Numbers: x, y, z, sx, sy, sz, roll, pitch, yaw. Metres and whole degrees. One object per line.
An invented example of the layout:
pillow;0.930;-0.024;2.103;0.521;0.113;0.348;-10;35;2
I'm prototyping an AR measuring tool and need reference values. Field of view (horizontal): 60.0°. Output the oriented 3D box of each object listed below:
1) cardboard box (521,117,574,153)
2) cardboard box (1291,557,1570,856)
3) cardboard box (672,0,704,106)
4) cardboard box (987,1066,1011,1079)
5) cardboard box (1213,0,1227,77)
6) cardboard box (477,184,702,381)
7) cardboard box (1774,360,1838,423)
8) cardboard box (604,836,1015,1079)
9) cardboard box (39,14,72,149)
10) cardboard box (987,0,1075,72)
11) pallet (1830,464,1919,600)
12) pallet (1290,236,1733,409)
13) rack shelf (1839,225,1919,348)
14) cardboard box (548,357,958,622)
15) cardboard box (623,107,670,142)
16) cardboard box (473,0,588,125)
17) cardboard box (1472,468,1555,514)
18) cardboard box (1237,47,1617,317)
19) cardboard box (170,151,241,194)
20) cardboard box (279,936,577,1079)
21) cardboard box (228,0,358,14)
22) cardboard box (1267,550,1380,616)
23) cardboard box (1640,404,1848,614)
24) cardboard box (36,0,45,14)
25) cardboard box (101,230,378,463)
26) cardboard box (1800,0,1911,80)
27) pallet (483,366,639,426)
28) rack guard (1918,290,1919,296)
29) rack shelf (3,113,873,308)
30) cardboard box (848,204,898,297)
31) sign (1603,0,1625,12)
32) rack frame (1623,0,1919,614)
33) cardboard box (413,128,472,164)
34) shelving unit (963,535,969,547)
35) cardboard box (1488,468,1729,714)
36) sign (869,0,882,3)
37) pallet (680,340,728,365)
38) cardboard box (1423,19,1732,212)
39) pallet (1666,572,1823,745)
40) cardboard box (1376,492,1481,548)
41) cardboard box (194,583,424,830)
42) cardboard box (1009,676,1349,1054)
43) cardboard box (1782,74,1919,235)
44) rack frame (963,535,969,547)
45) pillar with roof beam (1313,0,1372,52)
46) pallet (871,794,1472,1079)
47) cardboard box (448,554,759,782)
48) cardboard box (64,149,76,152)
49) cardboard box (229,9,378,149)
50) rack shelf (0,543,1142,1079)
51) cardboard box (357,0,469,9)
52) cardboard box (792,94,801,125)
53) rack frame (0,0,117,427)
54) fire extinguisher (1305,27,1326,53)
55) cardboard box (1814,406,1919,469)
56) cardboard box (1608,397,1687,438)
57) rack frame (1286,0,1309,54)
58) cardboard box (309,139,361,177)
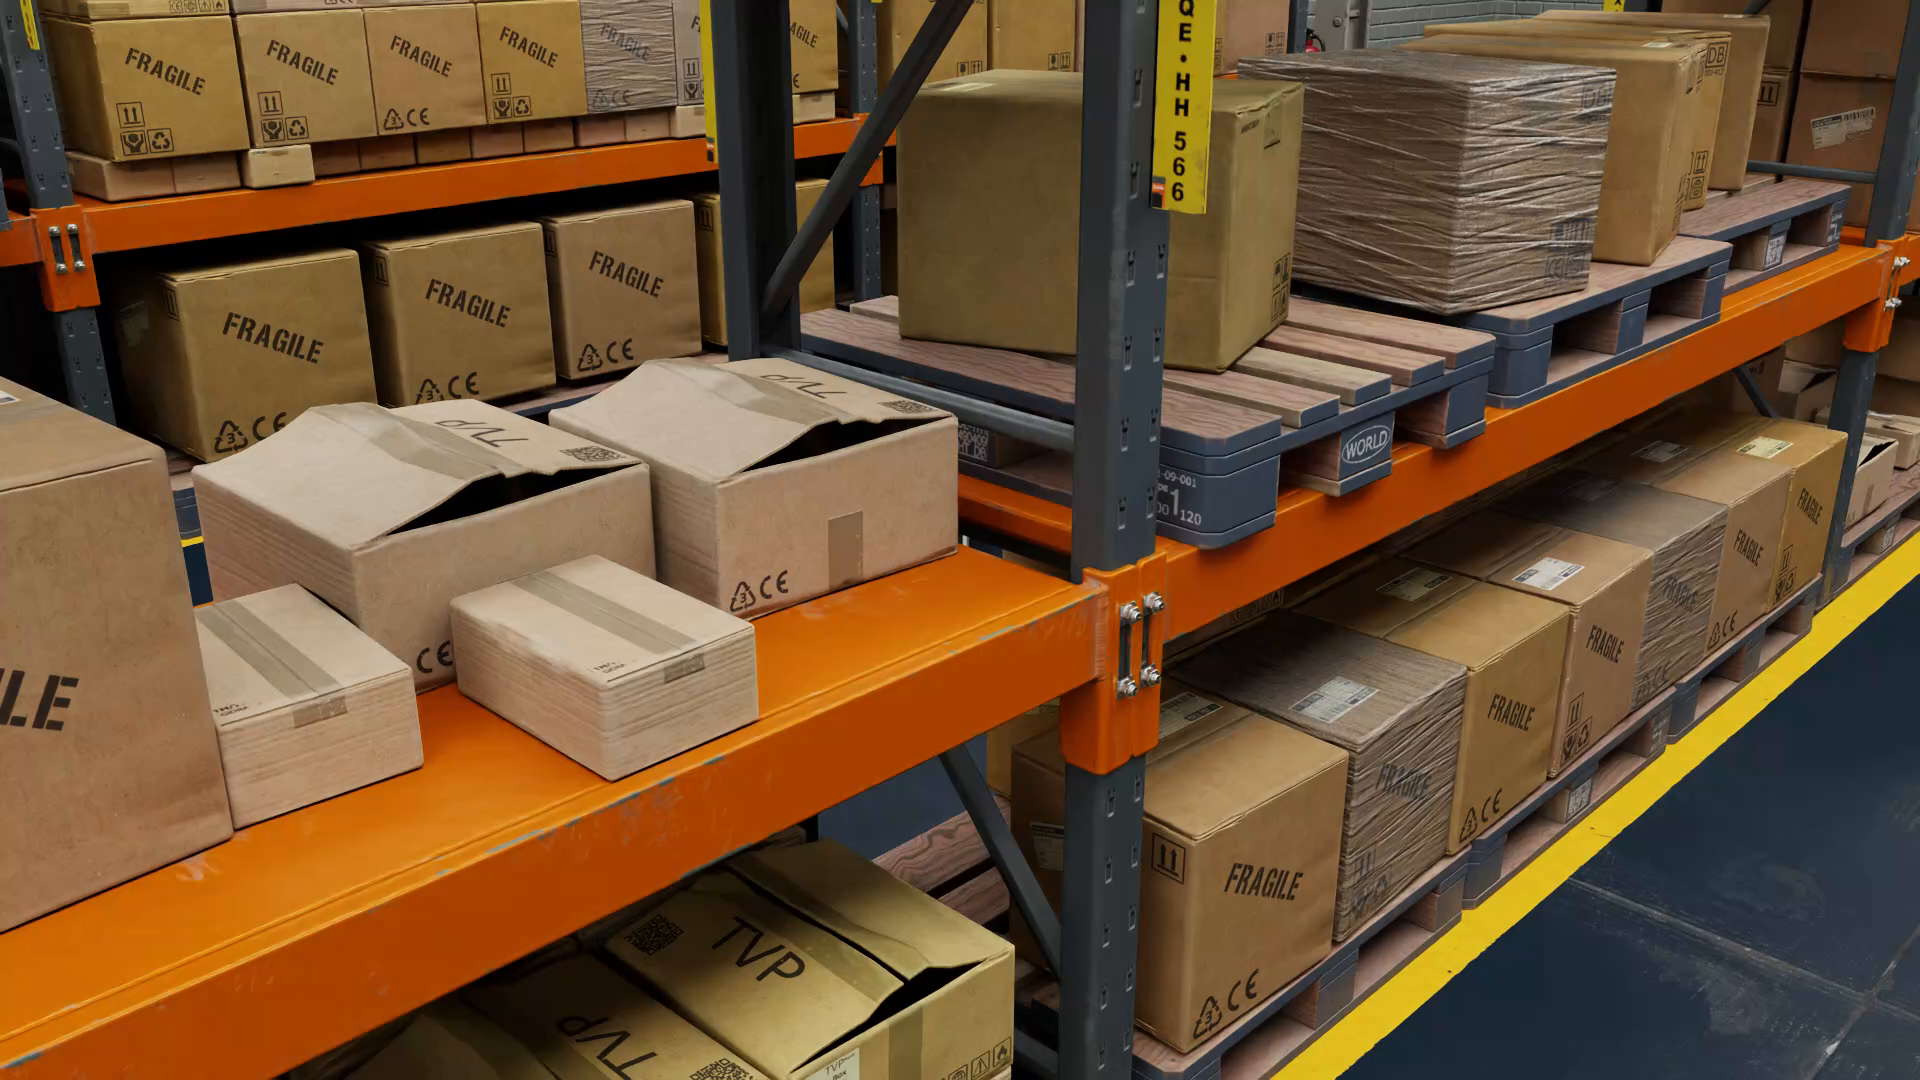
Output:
cardboard box;-1.973;-1.872;7.586;0.250;0.149;0.380;-19;28;-40
cardboard box;1.170;0.401;4.222;0.500;0.500;0.500;19;28;40
cardboard box;-1.319;-2.398;8.051;0.500;0.500;0.500;20;28;41
cardboard box;-0.259;1.032;2.955;0.500;0.250;0.500;-19;28;-41
cardboard box;1.114;-3.363;10.726;0.980;0.700;0.700;19;28;40
cardboard box;-1.807;-1.282;8.141;0.750;0.750;0.750;-19;28;-40
cardboard box;3.441;-0.640;7.194;0.500;0.311;0.500;19;28;41
cardboard box;-0.256;0.771;2.854;0.500;0.311;0.500;-19;28;-41
cardboard box;-3.478;-1.873;6.684;0.500;0.500;0.500;19;28;41
cardboard box;0.075;-2.980;9.729;0.980;0.700;0.700;18;28;39
pallet;3.203;-0.154;6.682;1.003;0.211;1.213;19;28;41
pallet;1.286;-0.663;4.386;1.003;0.211;1.213;19;28;41
rack shelf;4.119;-1.458;7.190;1.077;0.370;4.000;19;28;41
cardboard box;-0.352;-0.127;2.849;0.500;0.311;0.500;-18;27;-39
cardboard box;-1.594;-1.998;7.914;0.380;0.149;0.250;19;28;41
cardboard box;-2.020;-2.141;7.383;0.500;0.500;0.500;-19;28;-41
cardboard box;1.493;0.012;5.234;0.500;0.500;0.500;20;29;41
cardboard box;1.067;-0.872;3.936;0.500;0.500;0.700;-14;25;-32
cardboard box;-3.041;-1.472;6.545;0.250;0.149;0.380;-20;29;-41
cardboard box;-1.003;0.773;2.849;0.500;0.311;0.500;18;28;39
cardboard box;-2.743;-2.226;6.557;0.500;0.250;0.500;19;28;40
cardboard box;0.779;0.278;4.542;0.500;0.500;0.500;18;27;39
cardboard box;2.585;-0.120;5.576;0.500;0.500;0.500;19;28;40
cardboard box;-3.488;-2.217;6.534;0.500;0.250;0.500;-19;28;-41
cardboard box;-3.012;-0.839;6.988;0.750;0.750;0.750;19;28;40
cardboard box;3.254;-1.844;5.658;0.500;0.500;0.500;-19;28;-41
pallet;-2.164;-0.685;8.061;1.003;0.211;1.213;19;28;41
rack guard;5.461;-1.122;8.796;1.175;0.500;0.348;19;28;41
rack shelf;-2.224;-1.669;7.738;1.077;0.370;4.000;19;28;41
cardboard box;-0.233;-1.714;9.753;0.700;0.500;0.500;20;29;41
sign;2.329;-1.818;5.916;0.100;0.325;0.005;19;28;41
rack frame;2.724;-1.280;5.723;1.000;3.000;0.127;19;28;41
cardboard box;-2.345;-1.747;7.260;0.250;0.149;0.380;-20;28;-41
shelving unit;0.115;-0.603;6.470;0.258;1.200;0.503;19;28;41
cardboard box;1.884;0.134;4.916;0.500;0.500;0.500;20;29;41
sign;-0.433;-2.889;8.406;0.100;0.325;0.005;19;28;41
pallet;-1.313;-1.000;8.881;1.003;0.211;1.213;19;28;41
cardboard box;1.799;-1.264;4.957;0.500;0.500;0.700;-15;26;-34
pallet;2.183;0.241;5.655;1.003;0.211;1.213;19;28;41
cardboard box;1.164;-0.219;4.788;0.500;0.250;0.500;19;28;40
cardboard box;-0.916;0.208;2.203;0.250;0.149;0.380;-18;27;-38
cardboard box;0.455;0.665;3.536;0.500;0.500;0.500;-19;28;-40
cardboard box;3.274;-1.389;5.868;0.500;0.500;0.500;-19;28;-41
rack frame;-0.055;-0.540;6.307;0.240;1.200;0.015;19;28;41
pillar with roof beam;6.310;-6.180;10.111;9.100;9.000;0.400;19;28;41
pallet;0.481;0.868;4.023;1.003;0.211;1.213;19;28;41
cardboard box;-0.496;0.166;2.311;0.380;0.149;0.250;19;28;41
cardboard box;-3.575;-1.530;6.697;0.250;0.149;0.380;-20;28;-41
cardboard box;-2.724;-1.878;6.698;0.500;0.500;0.500;-19;28;-40
rack shelf;-1.462;0.598;1.839;1.077;0.370;4.000;19;28;41
cardboard box;-2.397;-2.355;6.894;0.500;0.250;0.500;20;28;41
cardboard box;-1.020;-2.182;8.393;0.250;0.149;0.380;-20;28;-41
rack frame;-3.619;-1.490;6.271;1.000;3.000;0.127;19;28;41
fire extinguisher;2.398;-3.260;11.502;0.296;0.674;0.183;19;28;41
cardboard box;3.768;-0.441;6.877;0.380;0.166;0.250;19;28;41
cardboard box;2.211;-0.255;5.928;0.500;0.500;0.500;18;27;38
rack frame;1.962;-3.547;11.621;1.000;3.000;0.127;19;28;41
cardboard box;-2.708;-1.614;6.916;0.380;0.149;0.250;19;28;40
